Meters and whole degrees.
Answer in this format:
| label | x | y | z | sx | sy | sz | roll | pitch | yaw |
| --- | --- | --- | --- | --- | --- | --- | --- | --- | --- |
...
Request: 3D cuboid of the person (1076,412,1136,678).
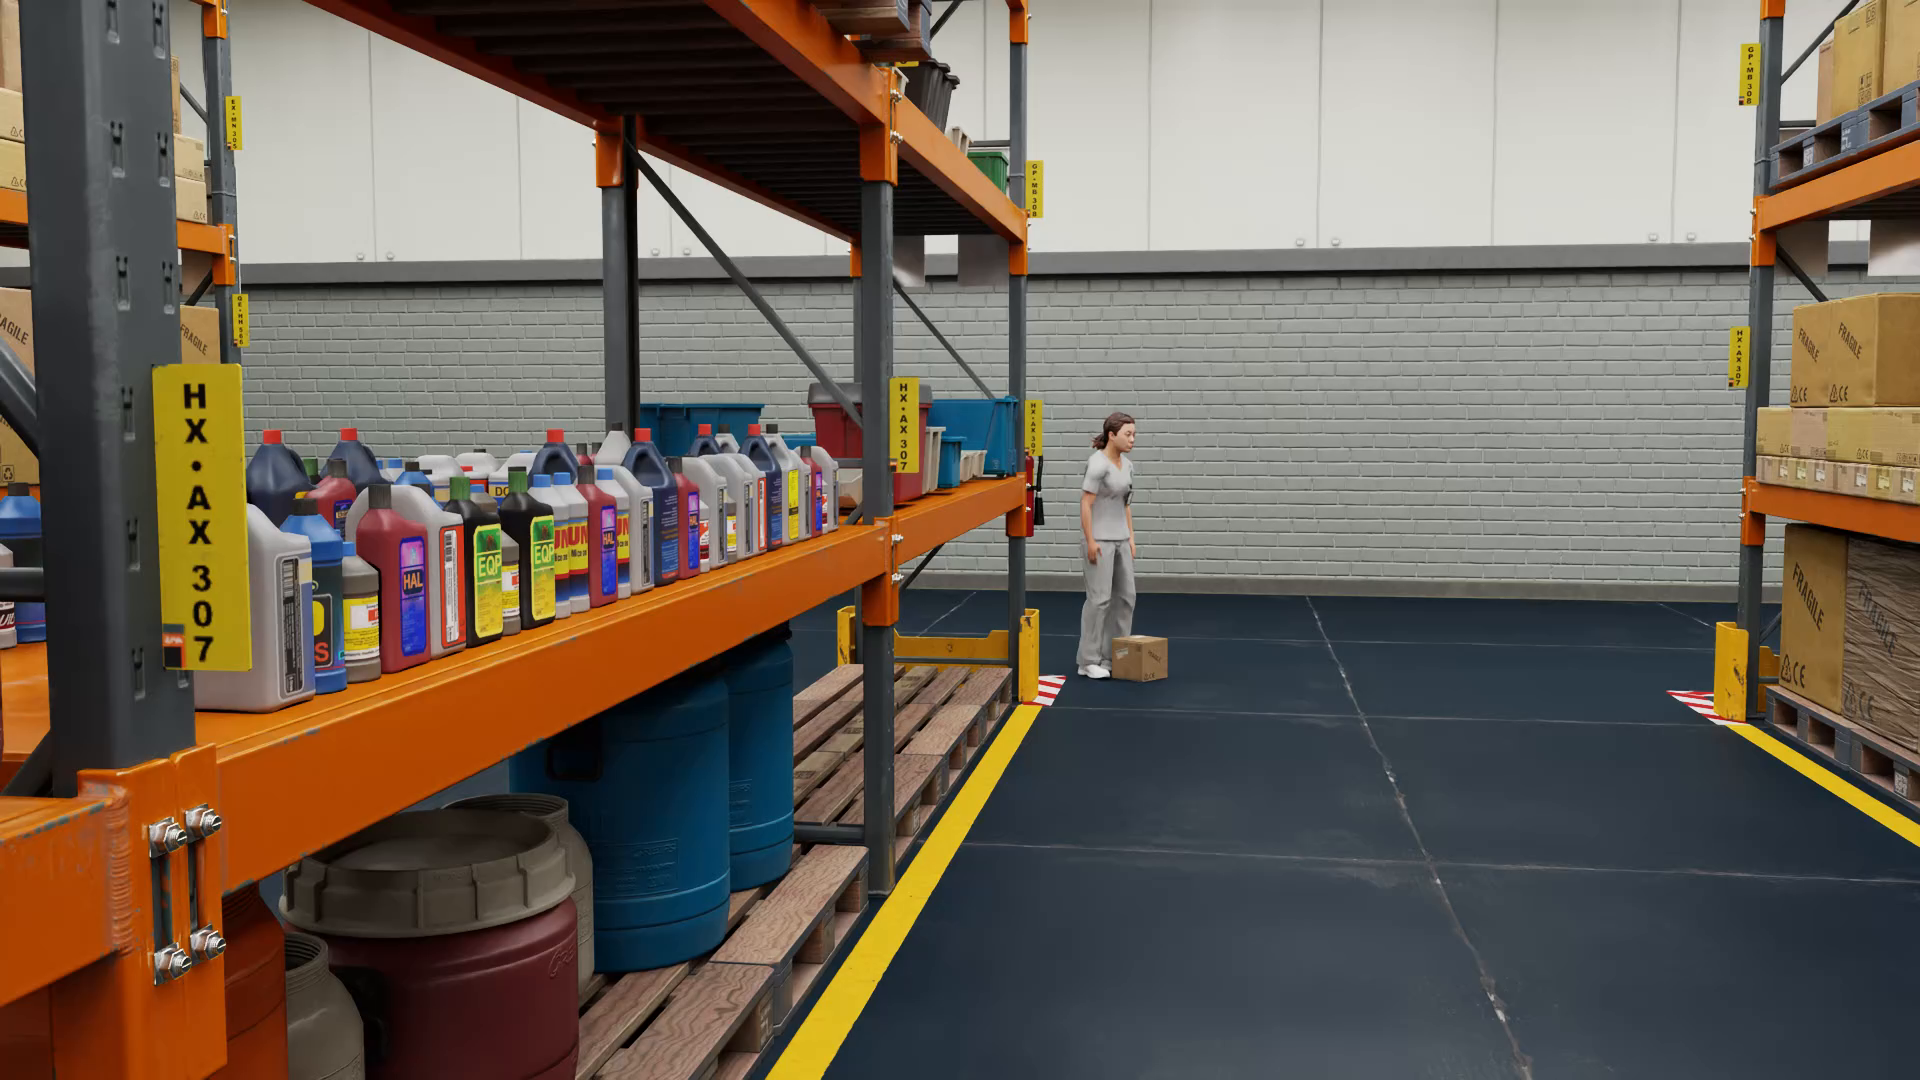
| label | x | y | z | sx | sy | sz | roll | pitch | yaw |
| --- | --- | --- | --- | --- | --- | --- | --- | --- | --- |
| person | 0.952 | 0.023 | 10.586 | 0.365 | 1.671 | 0.504 | 4 | 6 | 42 |
